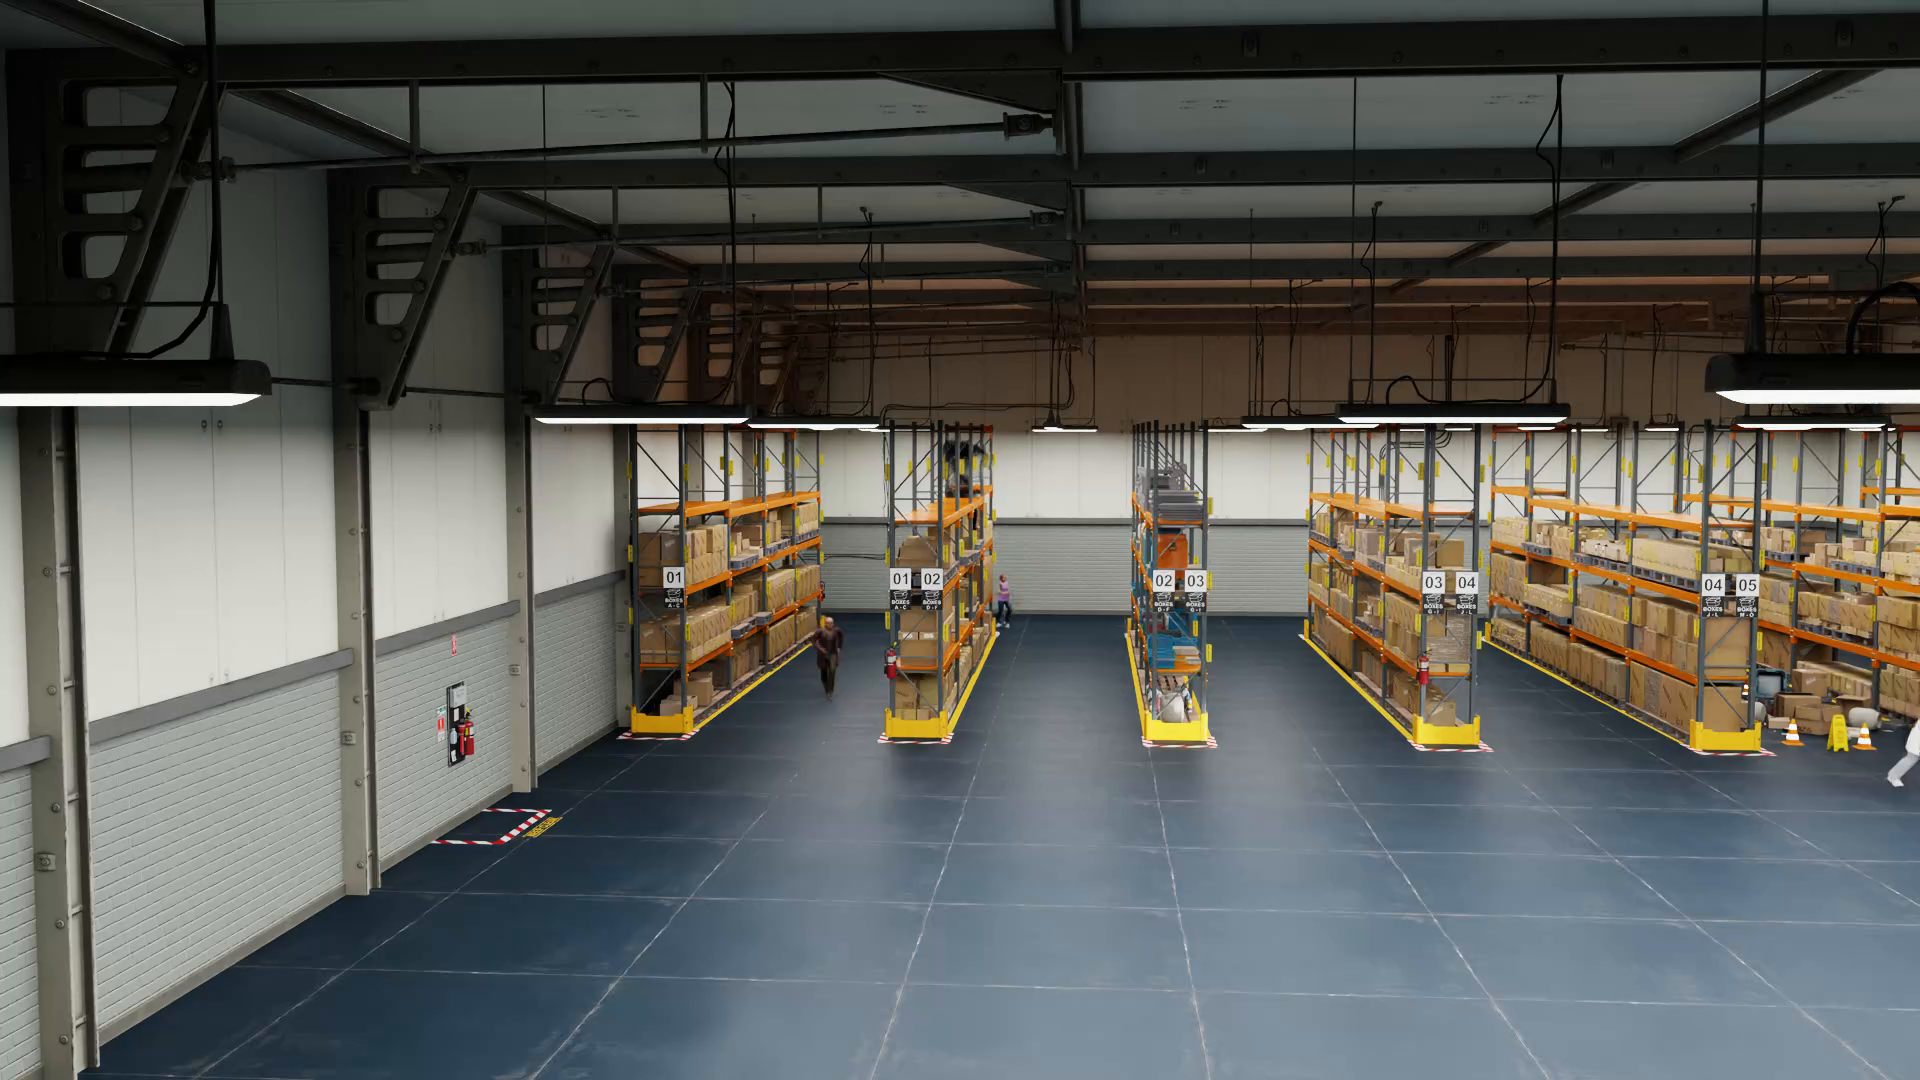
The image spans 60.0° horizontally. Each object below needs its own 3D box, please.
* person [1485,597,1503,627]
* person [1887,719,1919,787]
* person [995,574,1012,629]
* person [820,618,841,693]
[{"bbox_3d":[15.342,1.843,47.689,0.574,1.724,0.653,-3,4,-35],"label":"person"},{"bbox_3d":[15.372,3.233,26.551,0.751,1.736,1.071,-2,4,-33],"label":"person"},{"bbox_3d":[1.294,1.814,49.173,0.508,1.626,0.686,-3,4,-36],"label":"person"},{"bbox_3d":[-2.894,2.478,36.314,0.670,1.626,1.017,-1,4,-9],"label":"person"}]
